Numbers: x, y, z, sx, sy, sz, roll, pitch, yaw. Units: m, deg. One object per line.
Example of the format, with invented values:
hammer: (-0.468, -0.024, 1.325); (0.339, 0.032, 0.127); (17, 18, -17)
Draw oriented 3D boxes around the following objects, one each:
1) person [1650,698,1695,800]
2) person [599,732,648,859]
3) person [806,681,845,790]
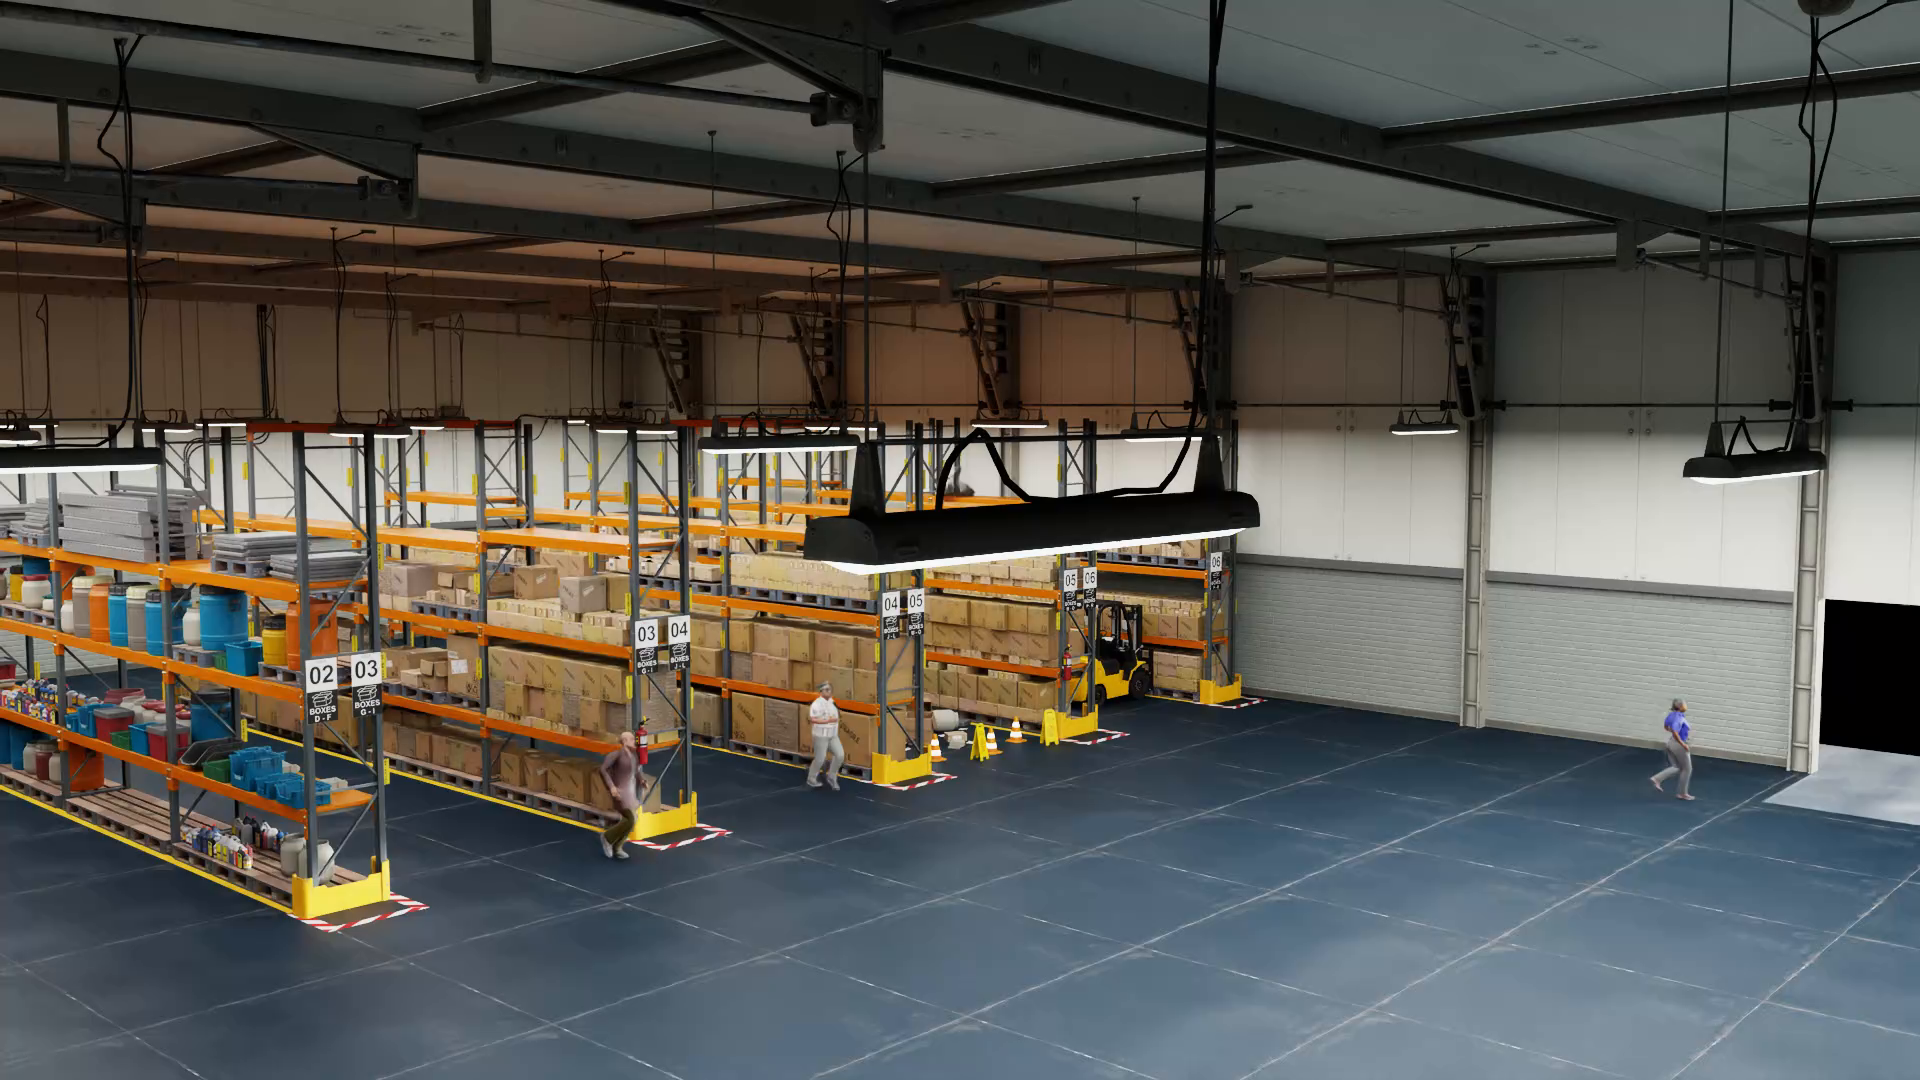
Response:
person: (11.445, 3.350, 26.667); (0.726, 1.649, 0.576); (0, 5, -1)
person: (-4.676, 3.564, 23.352); (0.592, 1.729, 0.722); (1, 5, 17)
person: (-2.196, 3.236, 27.278); (0.680, 1.870, 0.658); (3, 6, 36)
